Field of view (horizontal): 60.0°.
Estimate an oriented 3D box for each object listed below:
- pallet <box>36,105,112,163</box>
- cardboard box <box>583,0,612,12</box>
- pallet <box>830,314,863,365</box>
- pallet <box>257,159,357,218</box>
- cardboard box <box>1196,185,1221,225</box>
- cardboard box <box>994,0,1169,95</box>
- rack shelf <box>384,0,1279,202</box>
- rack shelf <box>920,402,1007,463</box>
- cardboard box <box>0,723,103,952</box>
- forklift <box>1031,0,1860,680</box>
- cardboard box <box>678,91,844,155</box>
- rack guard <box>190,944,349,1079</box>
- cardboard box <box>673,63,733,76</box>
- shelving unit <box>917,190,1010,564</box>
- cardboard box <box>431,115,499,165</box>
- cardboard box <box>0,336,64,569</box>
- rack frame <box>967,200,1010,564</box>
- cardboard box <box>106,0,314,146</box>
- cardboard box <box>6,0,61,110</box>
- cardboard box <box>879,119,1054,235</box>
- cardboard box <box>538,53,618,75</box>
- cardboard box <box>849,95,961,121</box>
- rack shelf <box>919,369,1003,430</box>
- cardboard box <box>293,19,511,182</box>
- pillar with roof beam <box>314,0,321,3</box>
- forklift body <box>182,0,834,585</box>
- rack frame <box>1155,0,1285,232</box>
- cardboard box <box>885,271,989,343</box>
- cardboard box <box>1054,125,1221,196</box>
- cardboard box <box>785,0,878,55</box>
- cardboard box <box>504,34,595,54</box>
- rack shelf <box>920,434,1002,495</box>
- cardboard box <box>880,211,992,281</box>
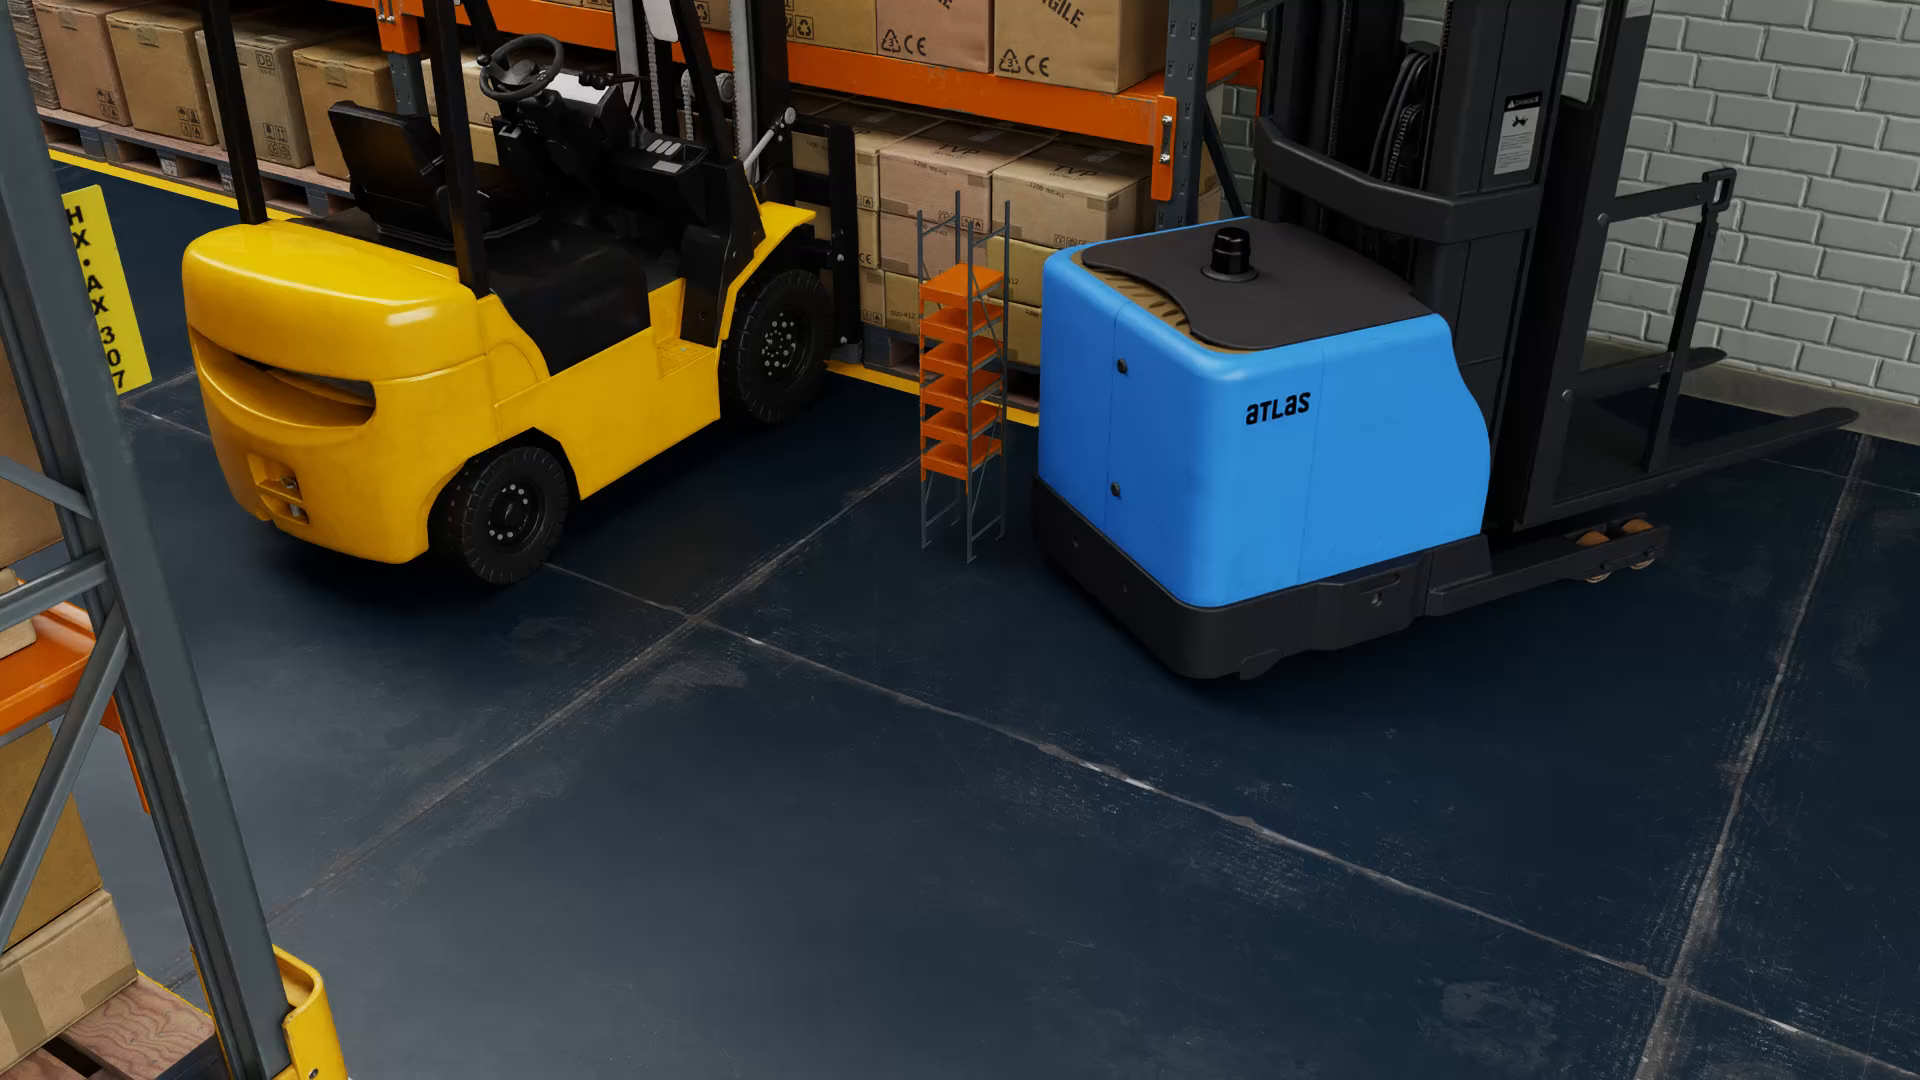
[{"bbox_3d":[-5.080,-2.591,9.982,1.213,0.211,1.003,18,35,27],"label":"pallet"},{"bbox_3d":[-1.252,-2.506,6.970,0.500,0.500,0.500,17,34,27],"label":"cardboard box"},{"bbox_3d":[-0.679,-1.199,7.596,1.213,0.211,1.003,18,35,27],"label":"pallet"},{"bbox_3d":[-3.013,-1.937,8.861,1.213,0.211,1.003,18,35,27],"label":"pallet"},{"bbox_3d":[0.732,-1.314,6.841,0.500,0.250,0.500,18,35,28],"label":"cardboard box"},{"bbox_3d":[0.463,-1.953,6.021,0.500,0.500,0.500,17,34,26],"label":"cardboard box"},{"bbox_3d":[-0.674,-2.115,7.112,4.000,0.370,1.077,18,35,27],"label":"rack shelf"},{"bbox_3d":[0.012,-0.372,5.524,0.180,0.103,0.258,18,35,27],"label":"rack shelf"},{"bbox_3d":[-2.173,0.572,3.360,0.500,0.500,0.500,16,34,26],"label":"cardboard box"},{"bbox_3d":[1.797,-1.349,5.153,3.031,2.935,1.130,-14,33,-22],"label":"forklift"},{"bbox_3d":[-0.830,-1.710,7.023,0.500,0.250,0.500,17,34,26],"label":"cardboard box"},{"bbox_3d":[-1.680,1.289,3.044,0.348,0.500,1.175,18,35,27],"label":"rack guard"},{"bbox_3d":[-0.990,-2.067,7.636,0.500,0.250,0.500,18,35,28],"label":"cardboard box"},{"bbox_3d":[0.012,-0.514,5.441,0.189,1.200,0.258,18,35,27],"label":"shelving unit"},{"bbox_3d":[-2.123,-1.909,7.862,0.500,0.250,0.500,17,34,27],"label":"cardboard box"},{"bbox_3d":[-1.870,-0.187,2.699,0.500,0.500,0.500,17,34,27],"label":"cardboard box"},{"bbox_3d":[0.090,-0.490,5.399,0.006,1.200,0.240,18,35,27],"label":"rack frame"},{"bbox_3d":[-4.107,-2.664,9.279,0.625,0.625,0.875,16,34,25],"label":"cardboard box"},{"bbox_3d":[-5.235,-3.015,9.882,0.625,0.625,0.875,19,35,29],"label":"cardboard box"},{"bbox_3d":[0.028,-1.440,6.561,0.500,0.250,0.500,18,35,28],"label":"cardboard box"},{"bbox_3d":[-1.698,-1.982,7.490,0.500,0.250,0.500,18,35,27],"label":"cardboard box"},{"bbox_3d":[-0.130,-1.796,7.171,0.500,0.250,0.500,17,34,27],"label":"cardboard box"},{"bbox_3d":[0.012,-0.476,5.463,0.180,0.103,0.258,18,35,27],"label":"rack shelf"},{"bbox_3d":[-2.816,-2.252,8.573,0.625,0.625,0.875,19,35,29],"label":"cardboard box"},{"bbox_3d":[-6.461,-4.822,5.085,0.400,9.000,9.100,18,35,27],"label":"pillar with roof beam"},{"bbox_3d":[-1.556,-1.252,5.762,1.214,2.155,2.313,18,35,27],"label":"forklift body"},{"bbox_3d":[1.020,-1.890,6.012,0.127,3.000,1.000,18,35,27],"label":"rack frame"},{"bbox_3d":[0.038,-1.012,6.819,0.500,0.250,0.500,18,35,27],"label":"cardboard box"},{"bbox_3d":[0.713,-1.525,6.707,0.500,0.250,0.500,17,34,27],"label":"cardboard box"},{"bbox_3d":[-0.405,-2.233,6.501,0.500,0.500,0.500,17,34,26],"label":"cardboard box"},{"bbox_3d":[-1.849,-2.337,8.100,0.500,0.250,0.500,18,35,28],"label":"cardboard box"},{"bbox_3d":[0.012,-0.269,5.584,0.180,0.103,0.258,18,35,27],"label":"rack shelf"},{"bbox_3d":[0.022,-1.235,6.706,0.500,0.250,0.500,17,34,27],"label":"cardboard box"}]
